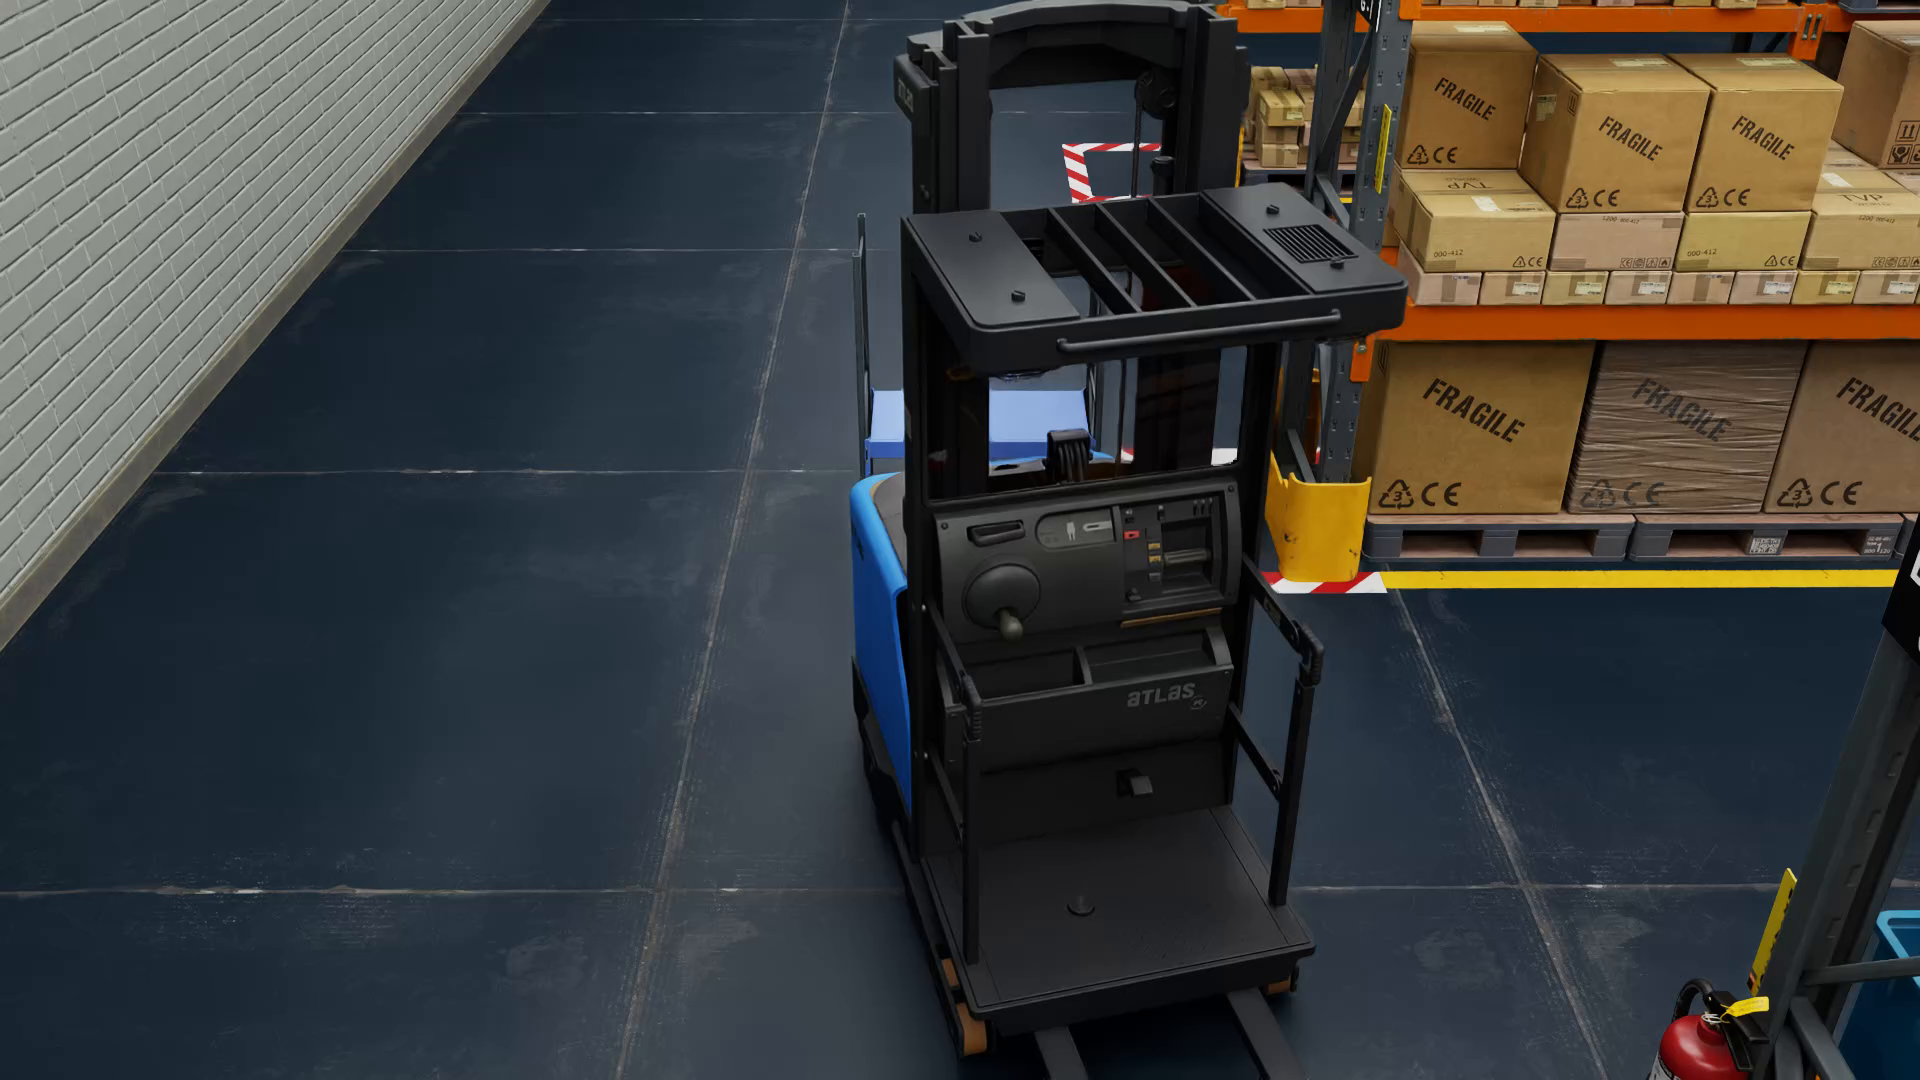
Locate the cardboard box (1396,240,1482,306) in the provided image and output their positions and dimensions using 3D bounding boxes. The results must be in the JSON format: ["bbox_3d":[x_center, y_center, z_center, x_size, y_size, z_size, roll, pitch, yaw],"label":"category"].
[{"bbox_3d":[1.995,-1.119,6.945,0.250,0.149,0.380,0,31,0],"label":"cardboard box"}]

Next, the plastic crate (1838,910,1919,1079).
[{"bbox_3d":[2.002,1.034,3.063,0.499,0.435,0.616,0,31,0],"label":"plastic crate"}]

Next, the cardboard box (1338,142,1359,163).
[{"bbox_3d":[2.745,-2.814,11.840,0.250,0.149,0.380,0,31,0],"label":"cardboard box"}]

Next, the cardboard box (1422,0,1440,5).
[{"bbox_3d":[3.089,-3.749,11.279,0.250,0.149,0.380,0,31,-1],"label":"cardboard box"}]

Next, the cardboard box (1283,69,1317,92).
[{"bbox_3d":[2.489,-3.289,12.049,0.250,0.149,0.380,0,31,1],"label":"cardboard box"}]

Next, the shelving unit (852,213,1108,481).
[{"bbox_3d":[0.085,-0.641,7.361,1.048,1.500,0.538,0,31,0],"label":"shelving unit"}]

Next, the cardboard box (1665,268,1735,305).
[{"bbox_3d":[3.023,-1.124,6.952,0.250,0.149,0.380,-1,31,-1],"label":"cardboard box"}]

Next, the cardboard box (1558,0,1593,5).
[{"bbox_3d":[4.116,-3.748,11.278,0.250,0.149,0.380,-1,31,-1],"label":"cardboard box"}]

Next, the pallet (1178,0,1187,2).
[{"bbox_3d":[2.378,-5.388,16.427,1.213,0.211,1.003,0,31,0],"label":"pallet"}]

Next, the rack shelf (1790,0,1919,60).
[{"bbox_3d":[7.709,-3.681,11.619,4.000,0.370,1.077,0,31,0],"label":"rack shelf"}]

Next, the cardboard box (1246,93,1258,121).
[{"bbox_3d":[2.236,-3.208,12.202,0.250,0.149,0.380,-1,31,-2],"label":"cardboard box"}]

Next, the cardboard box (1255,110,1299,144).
[{"bbox_3d":[2.235,-2.926,11.738,0.250,0.149,0.380,1,31,2],"label":"cardboard box"}]

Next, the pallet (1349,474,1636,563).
[{"bbox_3d":[2.437,-0.248,7.955,1.213,0.211,1.003,0,31,0],"label":"pallet"}]

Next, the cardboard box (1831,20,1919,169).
[{"bbox_3d":[4.145,-1.923,7.162,0.500,0.500,0.500,-1,31,-2],"label":"cardboard box"}]

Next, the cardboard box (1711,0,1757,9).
[{"bbox_3d":[5.168,-3.695,11.191,0.250,0.149,0.380,-1,31,-2],"label":"cardboard box"}]

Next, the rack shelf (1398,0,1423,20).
[{"bbox_3d":[3.638,-2.378,6.579,4.000,0.370,1.077,0,31,0],"label":"rack shelf"}]

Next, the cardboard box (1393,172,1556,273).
[{"bbox_3d":[2.120,-1.321,6.894,0.500,0.250,0.500,-1,31,-2],"label":"cardboard box"}]

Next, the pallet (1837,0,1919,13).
[{"bbox_3d":[6.475,-3.827,11.351,1.213,0.211,1.003,0,31,0],"label":"pallet"}]

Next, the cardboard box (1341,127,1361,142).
[{"bbox_3d":[2.753,-2.945,11.768,0.250,0.149,0.380,0,31,0],"label":"cardboard box"}]

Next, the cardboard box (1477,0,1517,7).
[{"bbox_3d":[3.595,-3.725,11.240,0.250,0.149,0.380,1,31,2],"label":"cardboard box"}]

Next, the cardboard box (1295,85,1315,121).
[{"bbox_3d":[2.510,-3.074,11.694,0.250,0.149,0.380,0,31,1],"label":"cardboard box"}]

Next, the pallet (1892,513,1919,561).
[{"bbox_3d":[4.877,-0.255,7.967,1.213,0.211,1.003,0,31,0],"label":"pallet"}]

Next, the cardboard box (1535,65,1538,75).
[{"bbox_3d":[4.320,-3.336,12.127,0.250,0.149,0.380,0,31,1],"label":"cardboard box"}]

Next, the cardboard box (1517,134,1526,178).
[{"bbox_3d":[2.629,-1.600,7.354,0.500,0.250,0.500,-1,31,-1],"label":"cardboard box"}]

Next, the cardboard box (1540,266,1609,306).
[{"bbox_3d":[2.508,-1.122,6.950,0.250,0.149,0.380,-1,31,-1],"label":"cardboard box"}]

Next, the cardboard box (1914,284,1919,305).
[{"bbox_3d":[4.050,-1.127,6.958,0.250,0.149,0.380,-1,31,-1],"label":"cardboard box"}]

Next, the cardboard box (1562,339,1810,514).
[{"bbox_3d":[3.188,-0.714,7.679,0.875,0.875,0.875,0,31,0],"label":"cardboard box"}]

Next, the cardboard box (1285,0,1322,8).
[{"bbox_3d":[2.290,-3.716,11.225,0.250,0.149,0.380,1,31,1],"label":"cardboard box"}]

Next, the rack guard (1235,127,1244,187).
[{"bbox_3d":[1.786,-2.901,12.050,0.348,0.500,1.175,0,31,0],"label":"rack guard"}]

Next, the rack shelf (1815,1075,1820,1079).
[{"bbox_3d":[3.668,1.474,3.123,4.000,0.370,1.077,0,31,0],"label":"rack shelf"}]

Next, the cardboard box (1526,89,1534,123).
[{"bbox_3d":[4.051,-3.019,11.604,0.250,0.149,0.380,-1,31,-2],"label":"cardboard box"}]

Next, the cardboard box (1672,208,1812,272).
[{"bbox_3d":[3.142,-1.326,6.902,0.500,0.250,0.500,-1,31,-2],"label":"cardboard box"}]

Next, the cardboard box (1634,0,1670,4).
[{"bbox_3d":[4.643,-3.760,11.298,0.250,0.149,0.380,-1,31,-2],"label":"cardboard box"}]

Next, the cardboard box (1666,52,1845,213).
[{"bbox_3d":[3.138,-1.648,6.710,0.500,0.500,0.500,-1,31,-2],"label":"cardboard box"}]

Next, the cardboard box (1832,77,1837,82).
[{"bbox_3d":[6.450,-2.958,11.739,0.500,0.500,0.500,1,31,2],"label":"cardboard box"}]

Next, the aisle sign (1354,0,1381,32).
[{"bbox_3d":[1.568,-2.352,6.229,0.004,0.787,0.394,0,31,0],"label":"aisle sign"}]

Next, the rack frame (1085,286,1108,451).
[{"bbox_3d":[0.594,-0.643,7.364,0.032,1.500,0.500,0,31,0],"label":"rack frame"}]

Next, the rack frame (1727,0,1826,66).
[{"bbox_3d":[5.709,-3.982,11.422,0.127,3.000,1.000,0,31,0],"label":"rack frame"}]

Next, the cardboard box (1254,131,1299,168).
[{"bbox_3d":[2.235,-2.766,11.761,0.250,0.149,0.380,0,31,1],"label":"cardboard box"}]

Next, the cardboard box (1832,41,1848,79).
[{"bbox_3d":[6.450,-3.279,11.545,0.500,0.250,0.500,-1,31,-2],"label":"cardboard box"}]

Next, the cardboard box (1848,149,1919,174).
[{"bbox_3d":[4.152,-1.603,7.359,0.500,0.250,0.500,1,31,1],"label":"cardboard box"}]

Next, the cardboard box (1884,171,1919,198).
[{"bbox_3d":[4.171,-1.330,6.909,0.500,0.250,0.500,0,31,1],"label":"cardboard box"}]

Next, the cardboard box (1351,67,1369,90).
[{"bbox_3d":[3.007,-3.324,12.106,0.250,0.149,0.380,-1,31,-2],"label":"cardboard box"}]

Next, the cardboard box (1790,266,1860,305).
[{"bbox_3d":[3.533,-1.125,6.954,0.250,0.149,0.380,-1,31,-2],"label":"cardboard box"}]

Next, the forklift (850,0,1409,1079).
[{"bbox_3d":[0.444,0.112,4.740,1.130,2.935,3.031,-8,32,-12],"label":"forklift"}]

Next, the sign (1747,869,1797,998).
[{"bbox_3d":[1.649,0.817,3.354,0.005,0.325,0.100,0,31,0],"label":"sign"}]
